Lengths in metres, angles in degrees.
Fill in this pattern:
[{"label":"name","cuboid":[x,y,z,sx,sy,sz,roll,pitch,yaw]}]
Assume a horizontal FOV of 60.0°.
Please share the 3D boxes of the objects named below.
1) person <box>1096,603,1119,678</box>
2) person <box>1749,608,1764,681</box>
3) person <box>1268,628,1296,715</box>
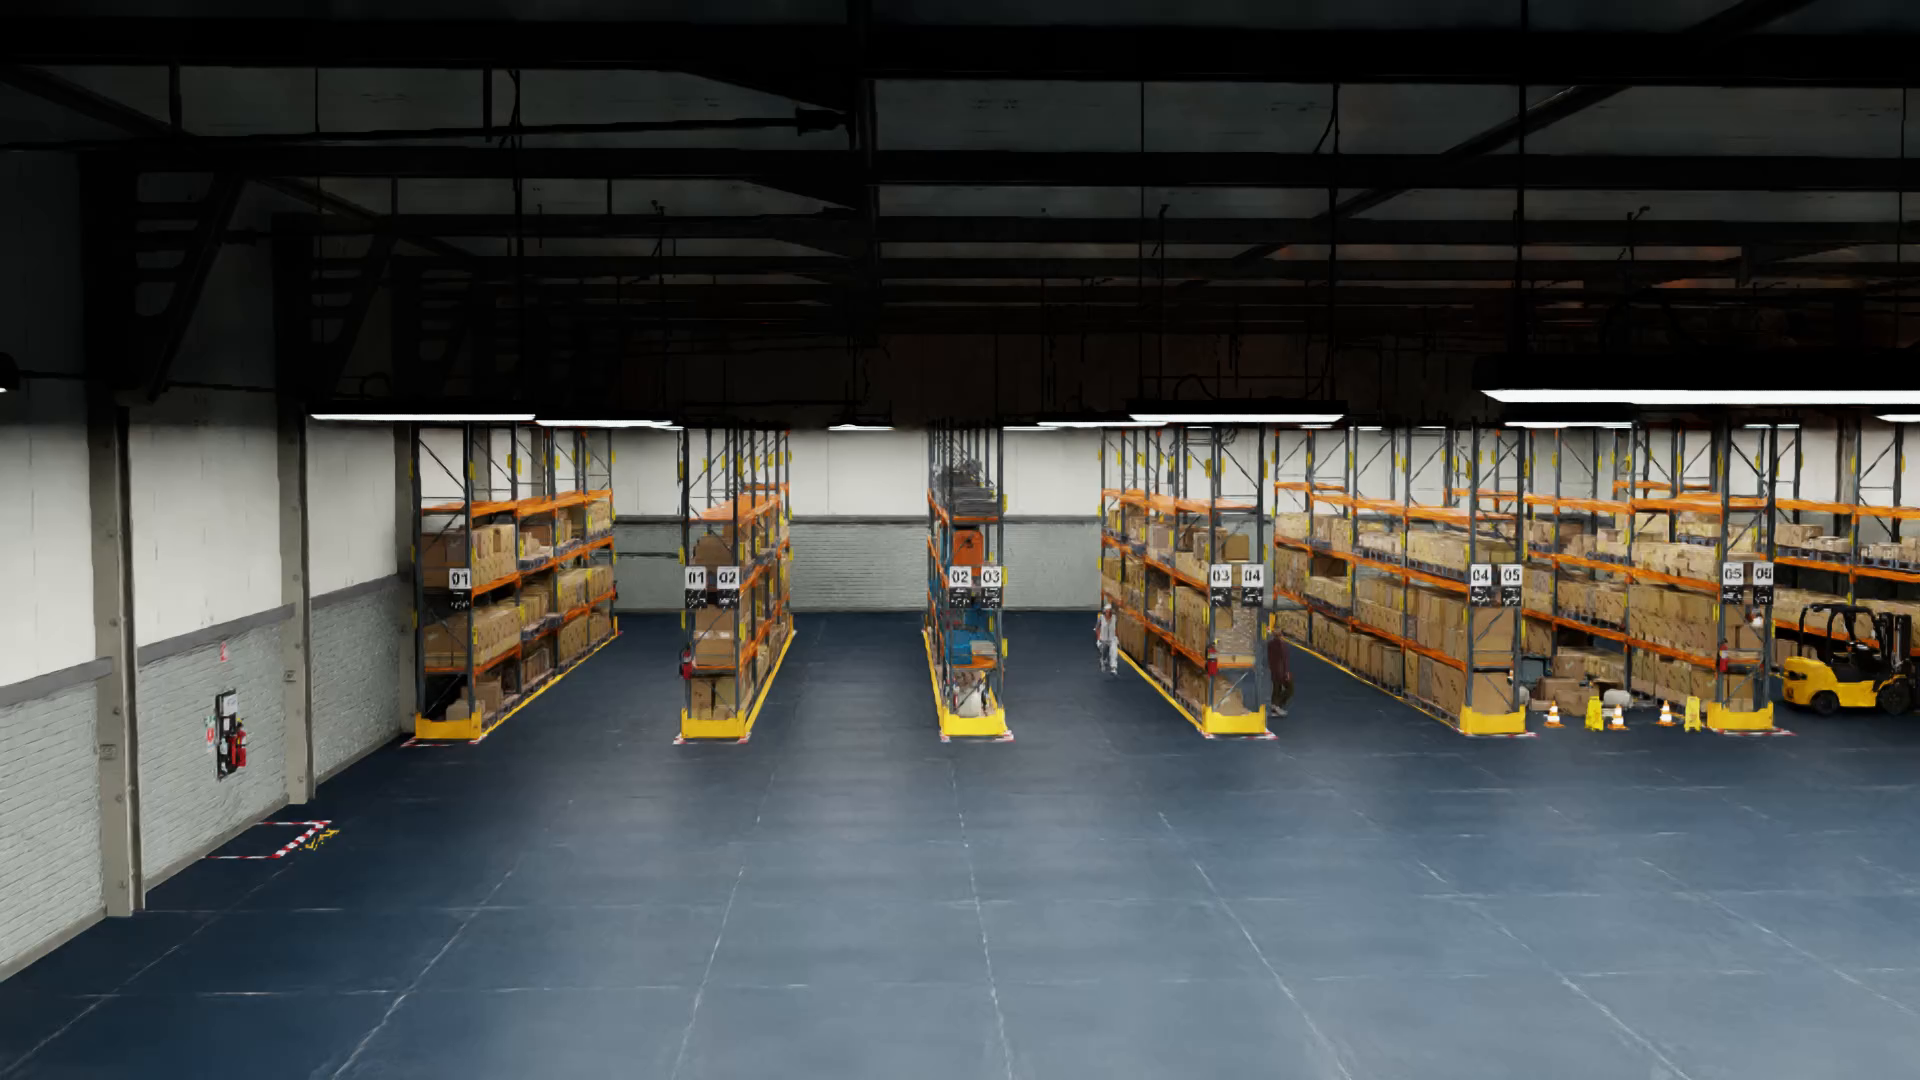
[{"label":"person","cuboid":[3.448,2.322,38.805,0.553,1.709,1.122,0,4,0]},{"label":"person","cuboid":[18.332,2.383,38.314,0.567,1.657,0.611,2,4,22]},{"label":"person","cuboid":[6.430,2.649,33.447,0.515,1.777,0.628,-2,4,-29]}]
